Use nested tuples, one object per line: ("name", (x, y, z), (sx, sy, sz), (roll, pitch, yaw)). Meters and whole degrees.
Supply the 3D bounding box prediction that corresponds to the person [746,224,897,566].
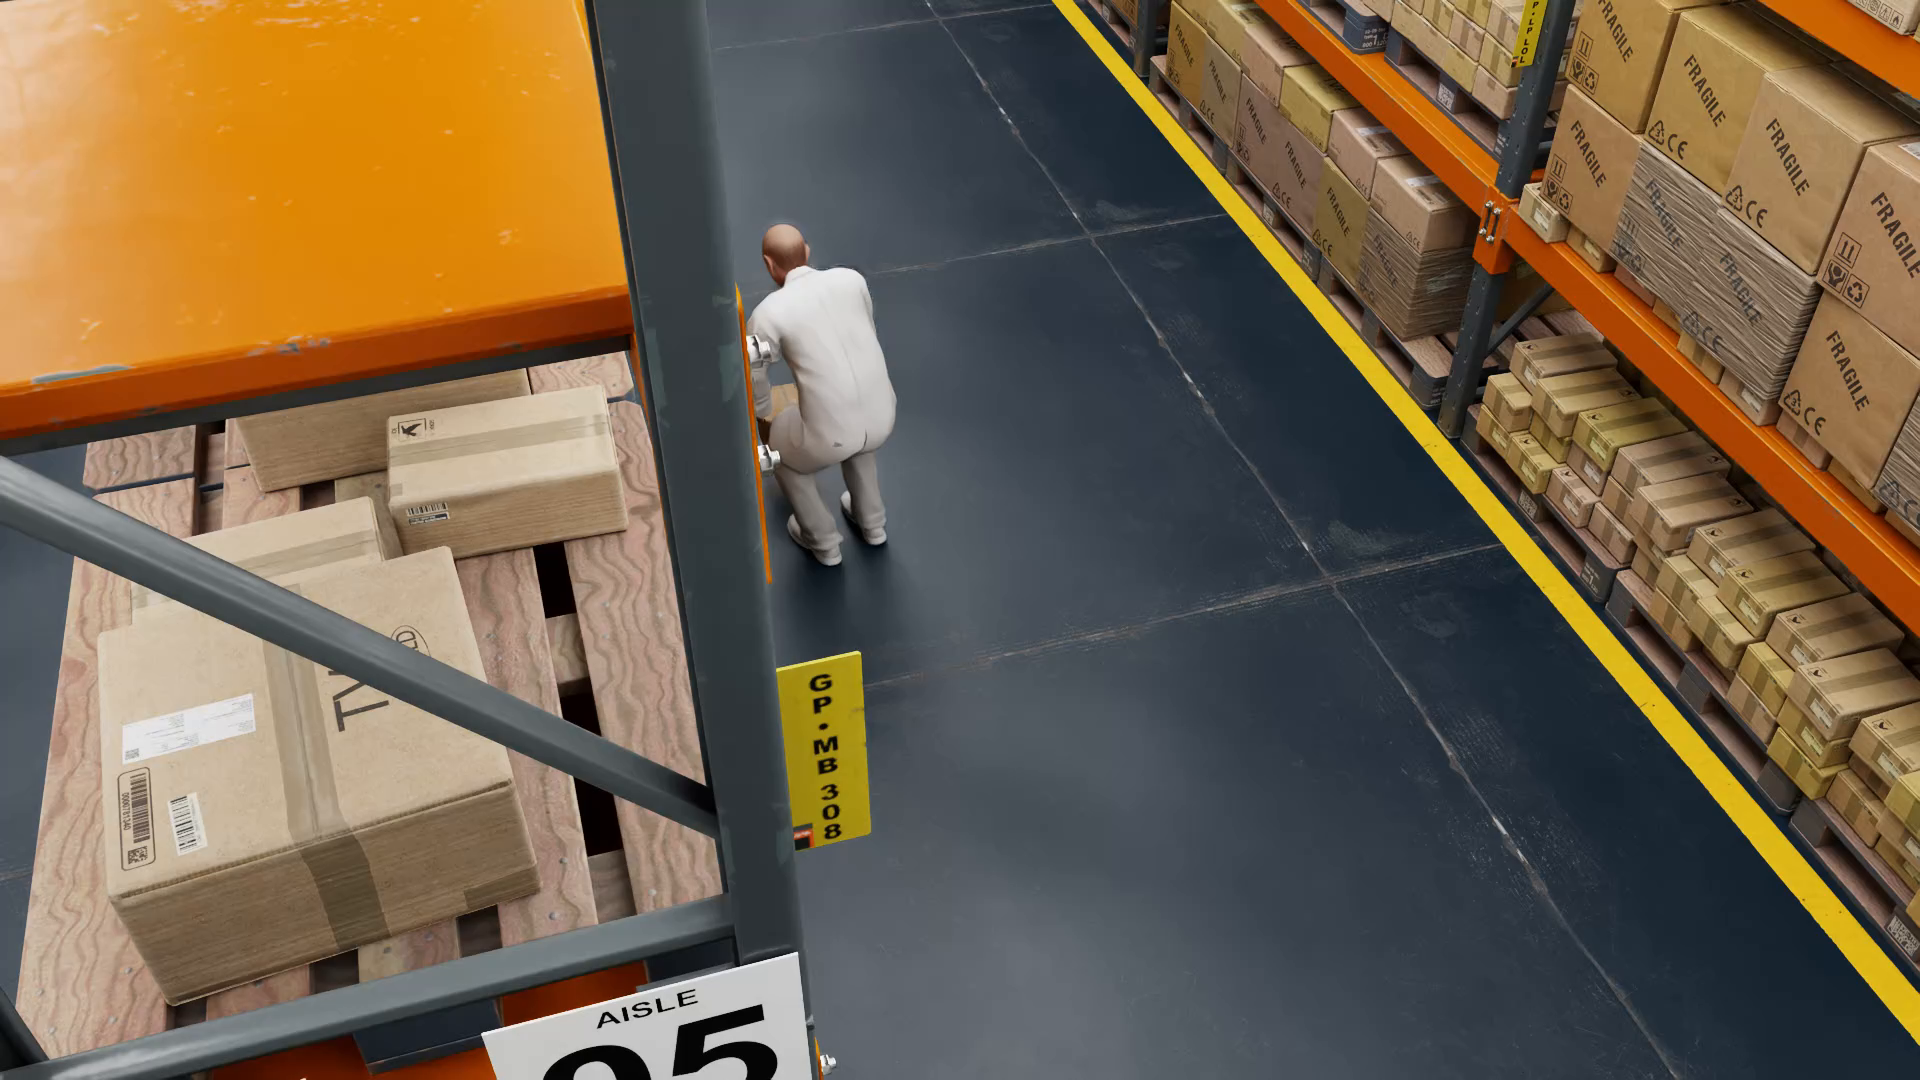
("person", (-0.589, -0.578, 7.046), (0.629, 1.483, 0.680), (-22, 46, -23))
